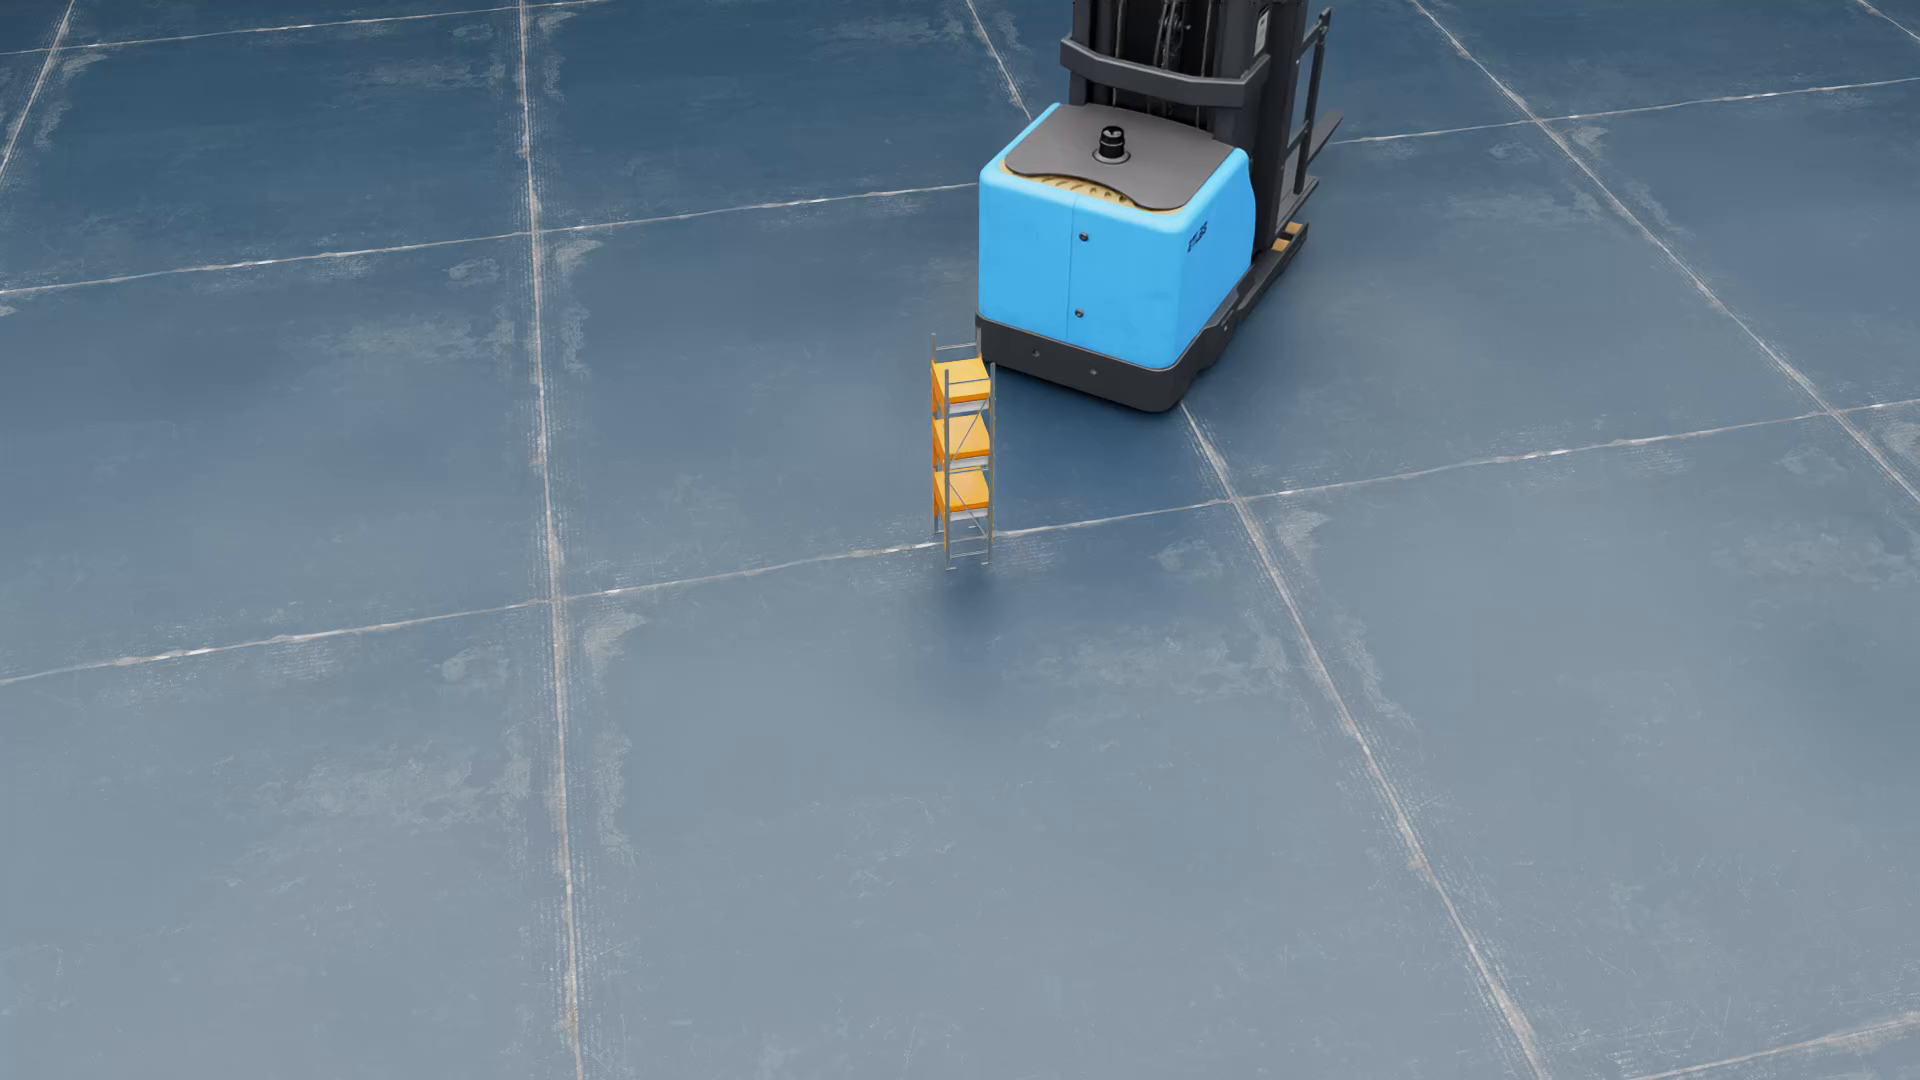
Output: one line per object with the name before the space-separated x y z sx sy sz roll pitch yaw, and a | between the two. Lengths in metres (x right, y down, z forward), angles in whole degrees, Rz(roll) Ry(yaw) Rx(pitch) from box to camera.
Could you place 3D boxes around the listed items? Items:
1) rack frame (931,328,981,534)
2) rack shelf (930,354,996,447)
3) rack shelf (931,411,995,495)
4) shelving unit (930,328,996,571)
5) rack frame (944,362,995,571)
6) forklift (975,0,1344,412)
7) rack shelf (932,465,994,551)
rack frame | -0.015 -0.437 6.951 0.200 1.050 0.008 -8 42 -9
rack shelf | 0.012 -0.562 6.681 0.215 0.259 0.240 -8 42 -9
rack shelf | 0.012 -0.350 6.869 0.215 0.259 0.240 -8 42 -9
shelving unit | 0.012 -0.358 6.862 0.215 1.050 0.252 -8 42 -9
rack frame | 0.038 -0.279 6.773 0.200 1.050 0.008 -8 42 -9
forklift | 1.225 -2.667 8.046 1.130 2.935 3.031 20 45 21
rack shelf | 0.012 -0.142 7.054 0.215 0.259 0.240 -8 42 -9
